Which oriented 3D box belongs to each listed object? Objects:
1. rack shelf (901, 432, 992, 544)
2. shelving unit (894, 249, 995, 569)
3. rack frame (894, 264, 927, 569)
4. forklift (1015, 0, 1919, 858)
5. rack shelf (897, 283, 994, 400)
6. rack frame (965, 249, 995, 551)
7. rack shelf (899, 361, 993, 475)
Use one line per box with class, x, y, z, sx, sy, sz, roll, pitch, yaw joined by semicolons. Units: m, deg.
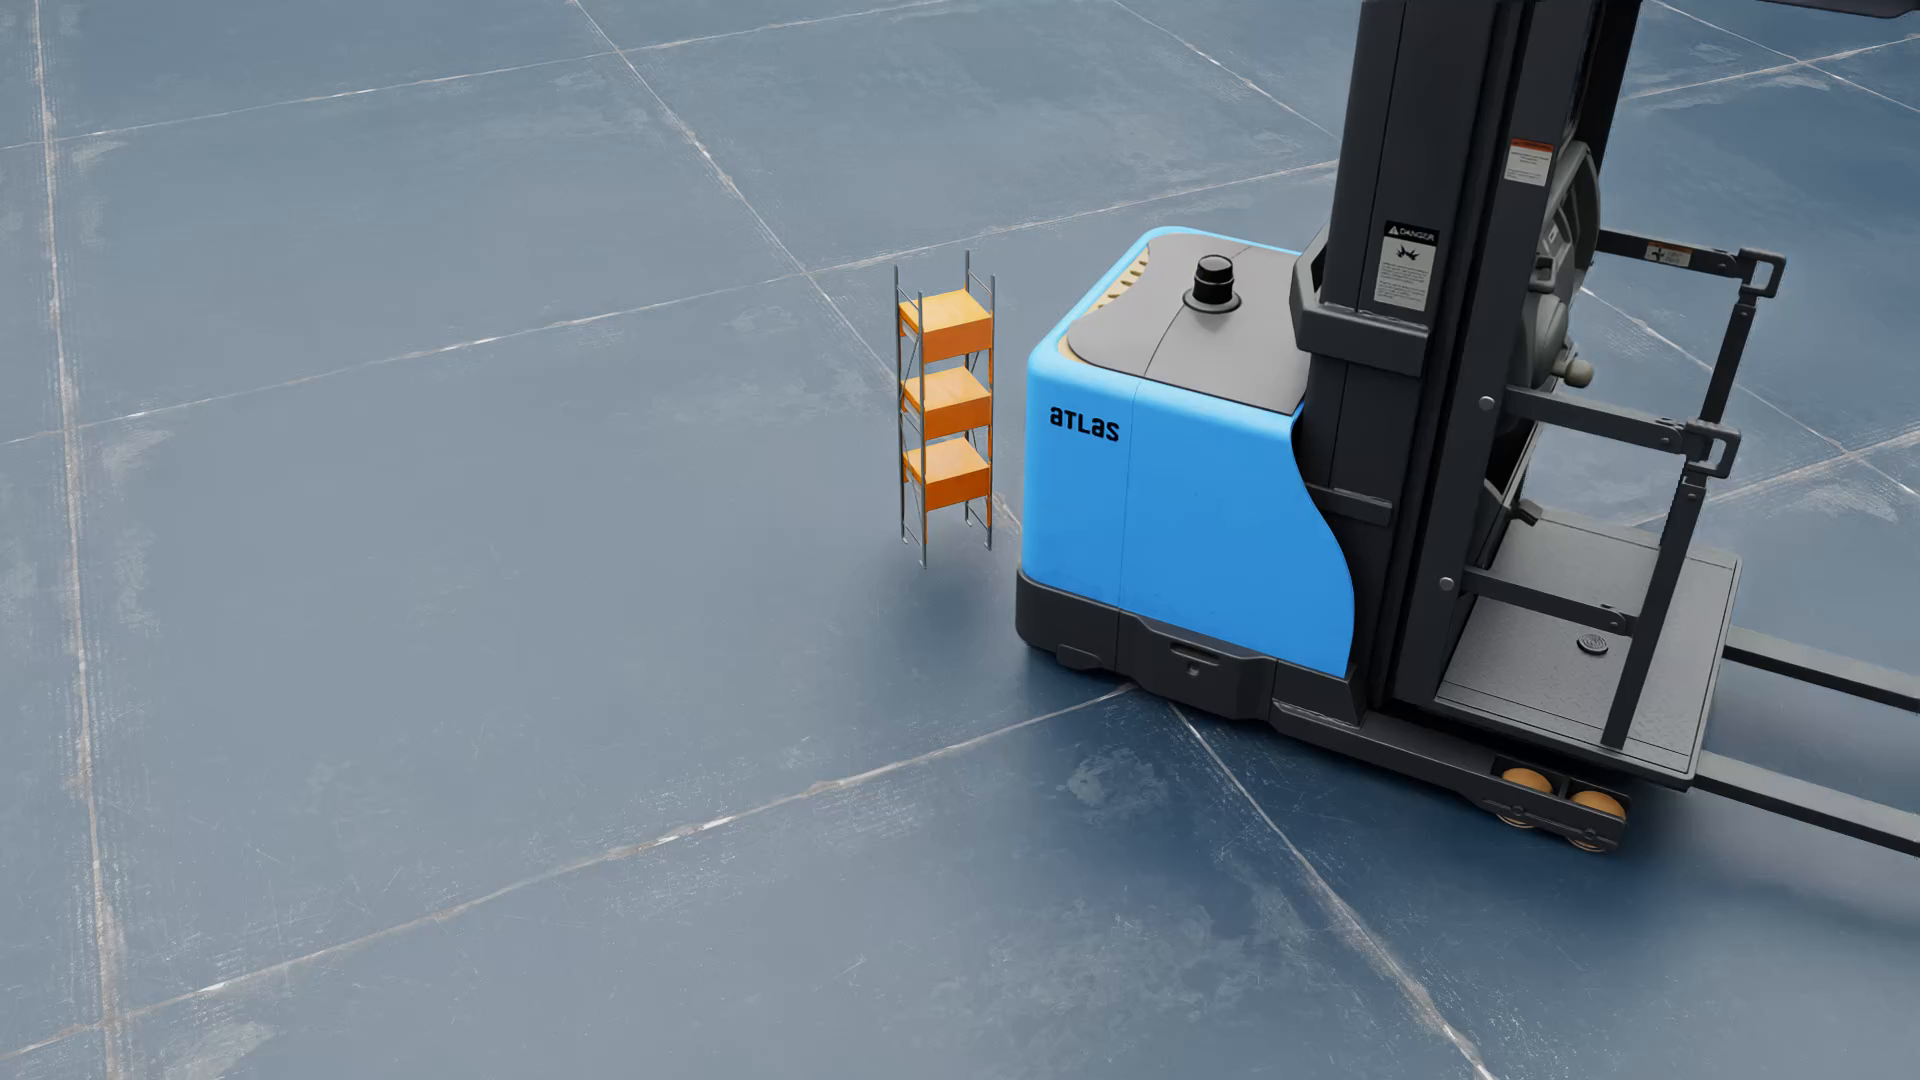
rack shelf;-0.048;-0.176;5.591;0.240;0.259;0.215;-16;39;-20
shelving unit;-0.048;-0.408;5.419;0.252;1.050;0.215;-16;39;-20
rack frame;-0.159;-0.377;5.377;0.008;1.050;0.200;-16;39;-20
forklift;1.724;-0.682;4.209;3.031;2.935;1.130;17;40;22
rack shelf;-0.048;-0.628;5.256;0.240;0.259;0.215;-16;39;-20
rack frame;0.062;-0.439;5.461;0.008;1.050;0.200;-16;39;-20
rack shelf;-0.048;-0.400;5.425;0.240;0.259;0.215;-16;39;-20
